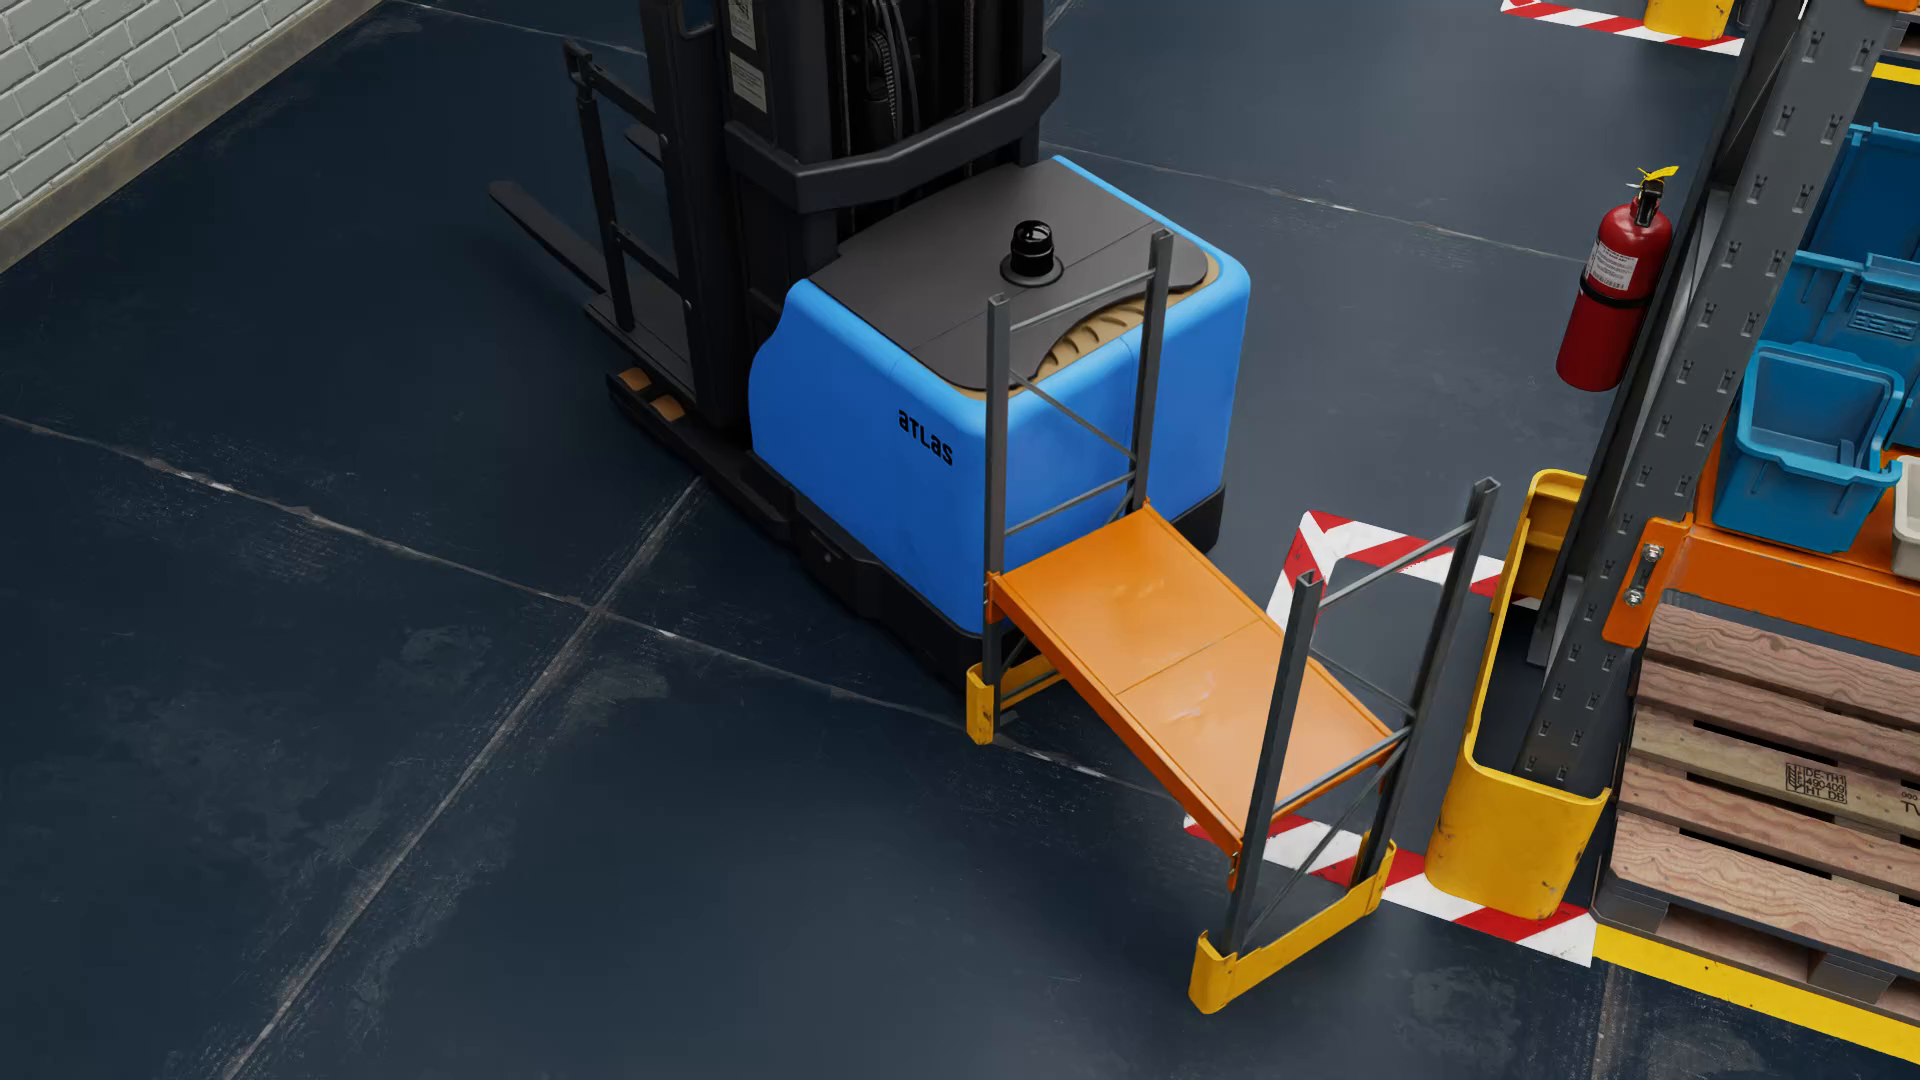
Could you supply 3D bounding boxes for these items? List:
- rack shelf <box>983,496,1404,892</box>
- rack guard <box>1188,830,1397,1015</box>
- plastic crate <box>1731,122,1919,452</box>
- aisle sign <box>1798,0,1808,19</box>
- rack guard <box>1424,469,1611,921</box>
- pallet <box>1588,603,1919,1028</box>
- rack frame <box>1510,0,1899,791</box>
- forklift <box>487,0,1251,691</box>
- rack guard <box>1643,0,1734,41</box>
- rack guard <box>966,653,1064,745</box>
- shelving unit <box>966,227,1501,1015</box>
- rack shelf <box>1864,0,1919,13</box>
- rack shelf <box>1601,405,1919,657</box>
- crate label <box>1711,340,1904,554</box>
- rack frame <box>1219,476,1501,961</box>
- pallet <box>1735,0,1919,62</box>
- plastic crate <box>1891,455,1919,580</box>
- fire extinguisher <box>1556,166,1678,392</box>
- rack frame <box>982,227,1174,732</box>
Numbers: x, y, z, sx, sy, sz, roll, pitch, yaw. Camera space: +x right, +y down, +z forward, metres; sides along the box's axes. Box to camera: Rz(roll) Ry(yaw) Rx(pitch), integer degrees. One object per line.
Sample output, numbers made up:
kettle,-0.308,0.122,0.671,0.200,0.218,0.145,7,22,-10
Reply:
rack shelf,0.556,0.340,4.100,0.538,0.185,1.000,-25,50,-23
rack guard,0.825,0.944,4.124,0.587,0.250,0.087,-25,50,-23
plastic crate,1.992,-0.565,3.623,0.499,0.435,0.616,16,47,16
aisle sign,1.430,-1.248,2.535,0.004,0.787,0.394,16,47,16
rack guard,1.584,0.388,4.506,0.348,0.500,1.175,16,47,16
pallet,2.357,0.737,4.359,1.213,0.211,1.003,16,47,16
rack frame,1.611,-0.500,3.626,0.127,3.000,1.000,16,47,16
forklift,-0.543,-1.567,4.747,1.130,2.935,3.031,-32,53,-28
rack guard,3.496,-2.845,7.755,0.348,0.500,1.175,16,47,16
rack guard,0.278,0.356,4.714,0.587,0.250,0.087,-25,50,-23
shelving unit,0.551,0.207,3.979,0.587,1.500,1.083,-25,50,-23
rack shelf,3.457,-0.766,2.276,4.000,0.370,1.077,16,47,16
rack shelf,3.457,0.298,3.334,4.000,0.370,1.077,16,47,16
crate label,1.712,-0.181,3.381,0.303,0.233,0.416,16,47,16
rack frame,0.835,0.512,3.672,0.500,1.500,0.032,-25,50,-23
pallet,4.286,-2.570,7.683,1.213,0.211,1.003,16,47,16
plastic crate,1.976,-0.006,3.274,0.298,0.136,0.250,16,47,16
fire extinguisher,1.647,-0.678,4.124,0.183,0.674,0.296,16,47,16
rack frame,0.277,-0.087,4.274,0.500,1.500,0.032,-25,50,-23
